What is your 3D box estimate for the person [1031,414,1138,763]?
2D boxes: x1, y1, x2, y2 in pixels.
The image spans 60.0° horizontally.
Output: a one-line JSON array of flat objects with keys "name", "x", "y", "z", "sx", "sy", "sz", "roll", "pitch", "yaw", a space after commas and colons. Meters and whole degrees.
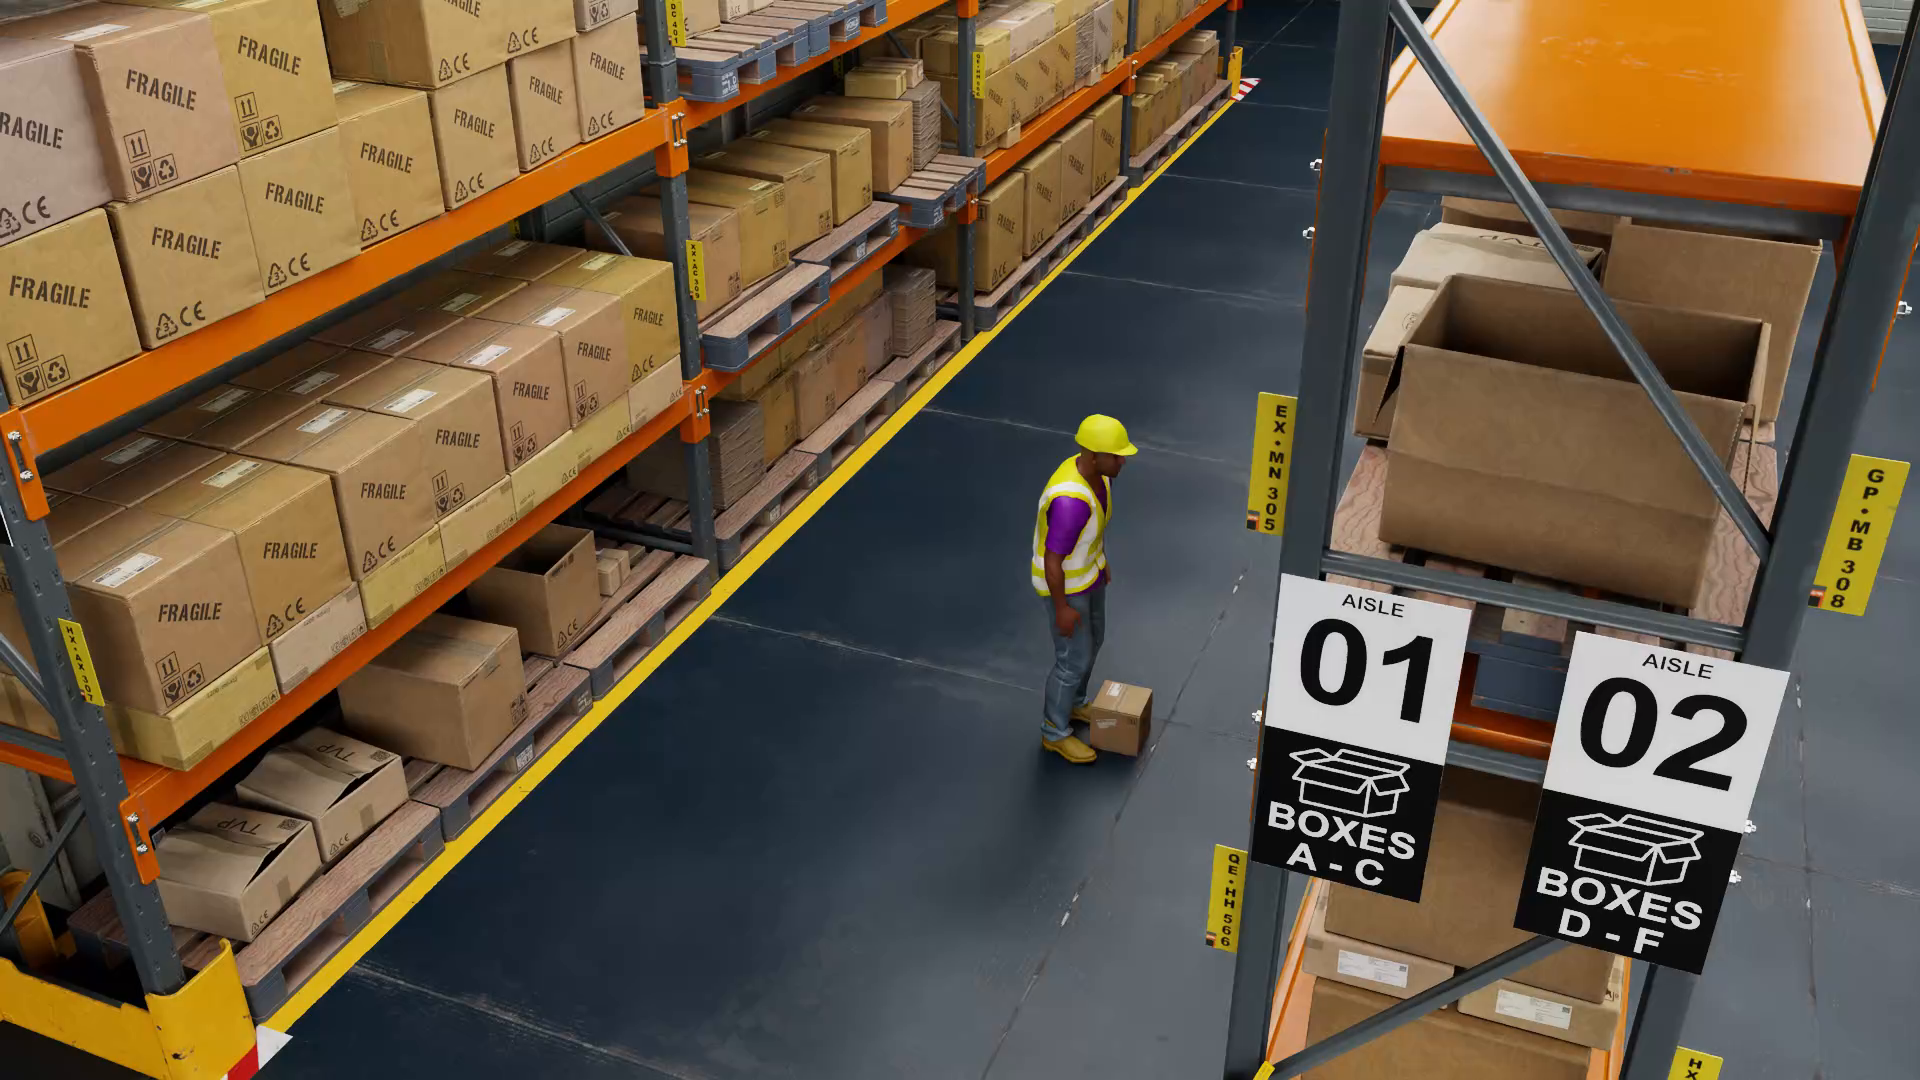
[{"name": "person", "x": 0.585, "y": 0.202, "z": 8.022, "sx": 0.461, "sy": 1.760, "sz": 0.626, "roll": 11, "pitch": 31, "yaw": 19}]
